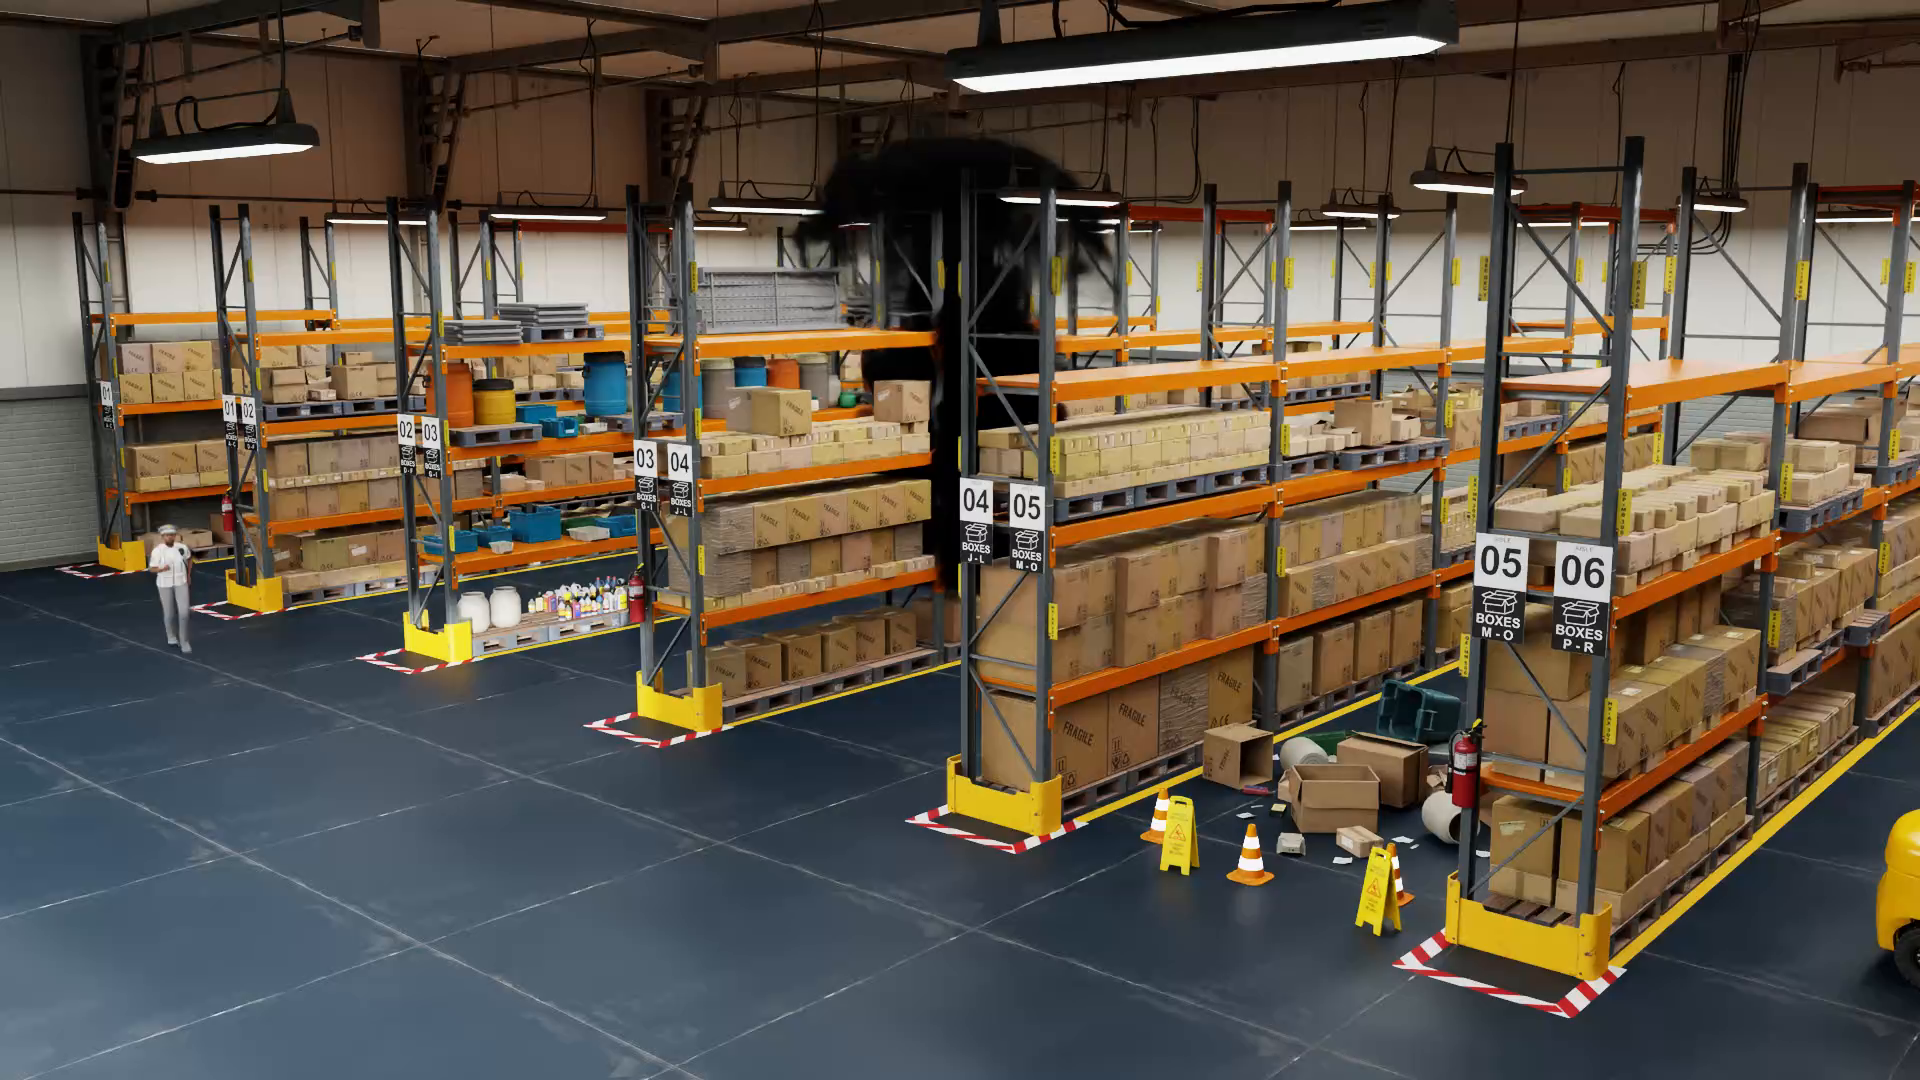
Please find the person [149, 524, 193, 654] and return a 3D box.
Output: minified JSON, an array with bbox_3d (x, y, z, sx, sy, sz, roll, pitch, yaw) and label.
[{"bbox_3d":[-10.541,0.648,22.293,0.557,1.754,0.722,-5,11,-29],"label":"person"}]
